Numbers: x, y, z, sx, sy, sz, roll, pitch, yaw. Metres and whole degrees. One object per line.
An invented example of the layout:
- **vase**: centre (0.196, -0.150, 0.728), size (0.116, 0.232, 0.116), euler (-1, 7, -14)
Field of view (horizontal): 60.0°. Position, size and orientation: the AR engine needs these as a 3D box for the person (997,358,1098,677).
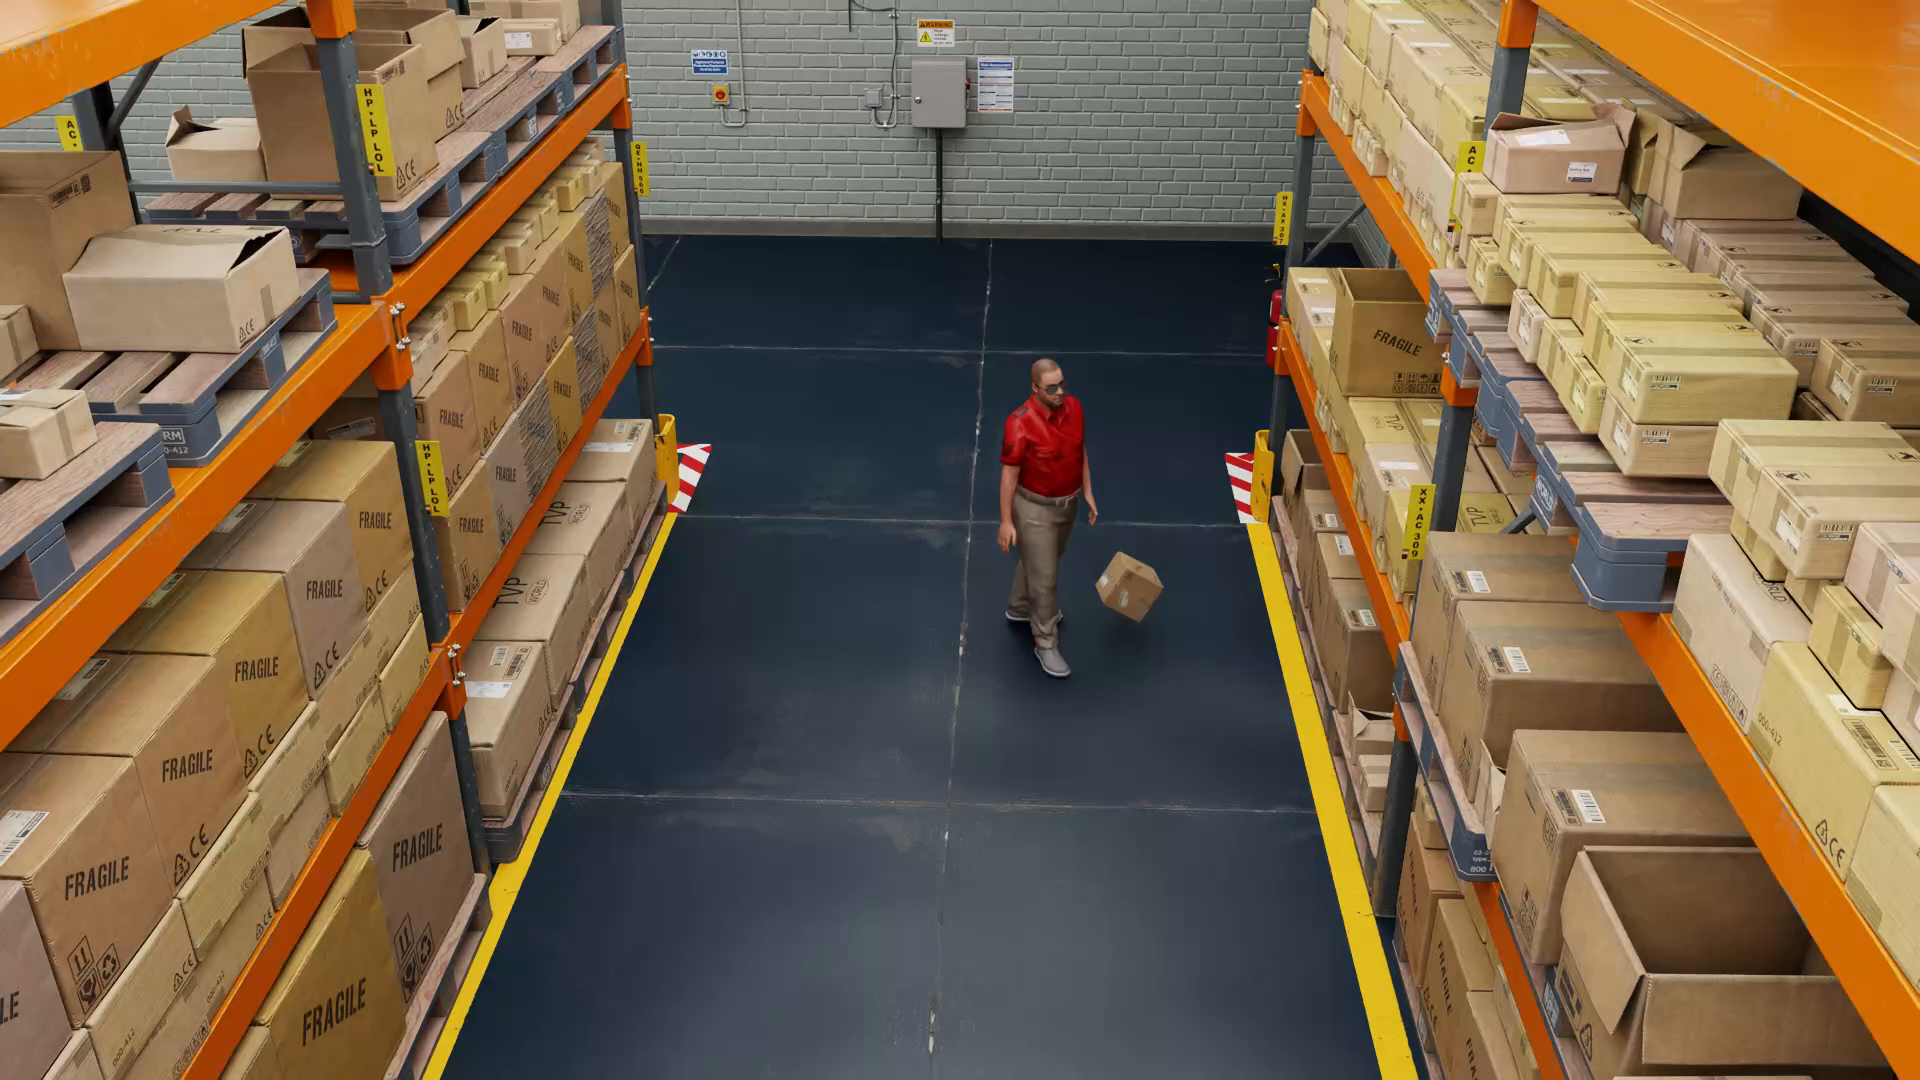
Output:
- **person**: centre (0.447, -0.162, 8.947), size (0.661, 1.720, 0.640), euler (23, 36, 37)
